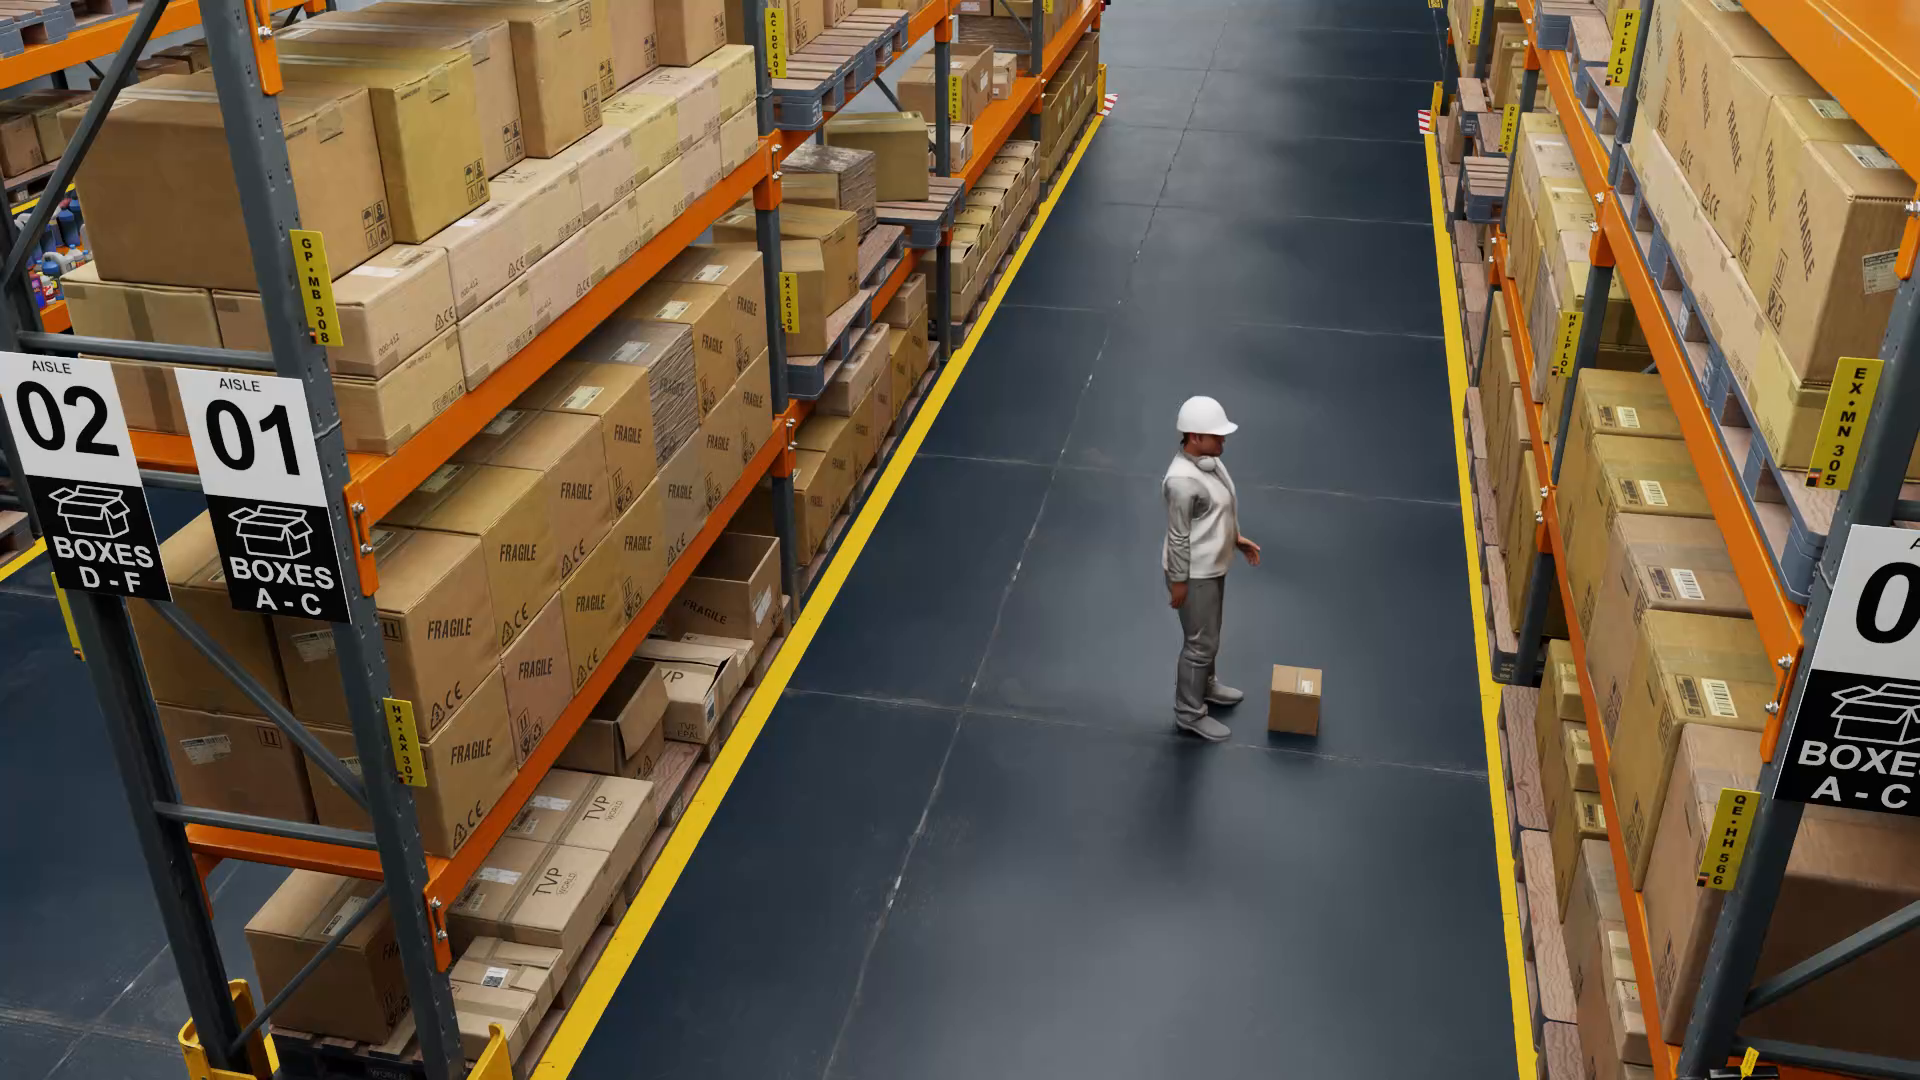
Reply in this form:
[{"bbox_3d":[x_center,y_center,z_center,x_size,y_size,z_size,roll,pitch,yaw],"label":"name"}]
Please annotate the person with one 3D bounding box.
[{"bbox_3d":[1.247,0.125,8.351,0.476,1.799,0.556,8,30,15],"label":"person"}]
